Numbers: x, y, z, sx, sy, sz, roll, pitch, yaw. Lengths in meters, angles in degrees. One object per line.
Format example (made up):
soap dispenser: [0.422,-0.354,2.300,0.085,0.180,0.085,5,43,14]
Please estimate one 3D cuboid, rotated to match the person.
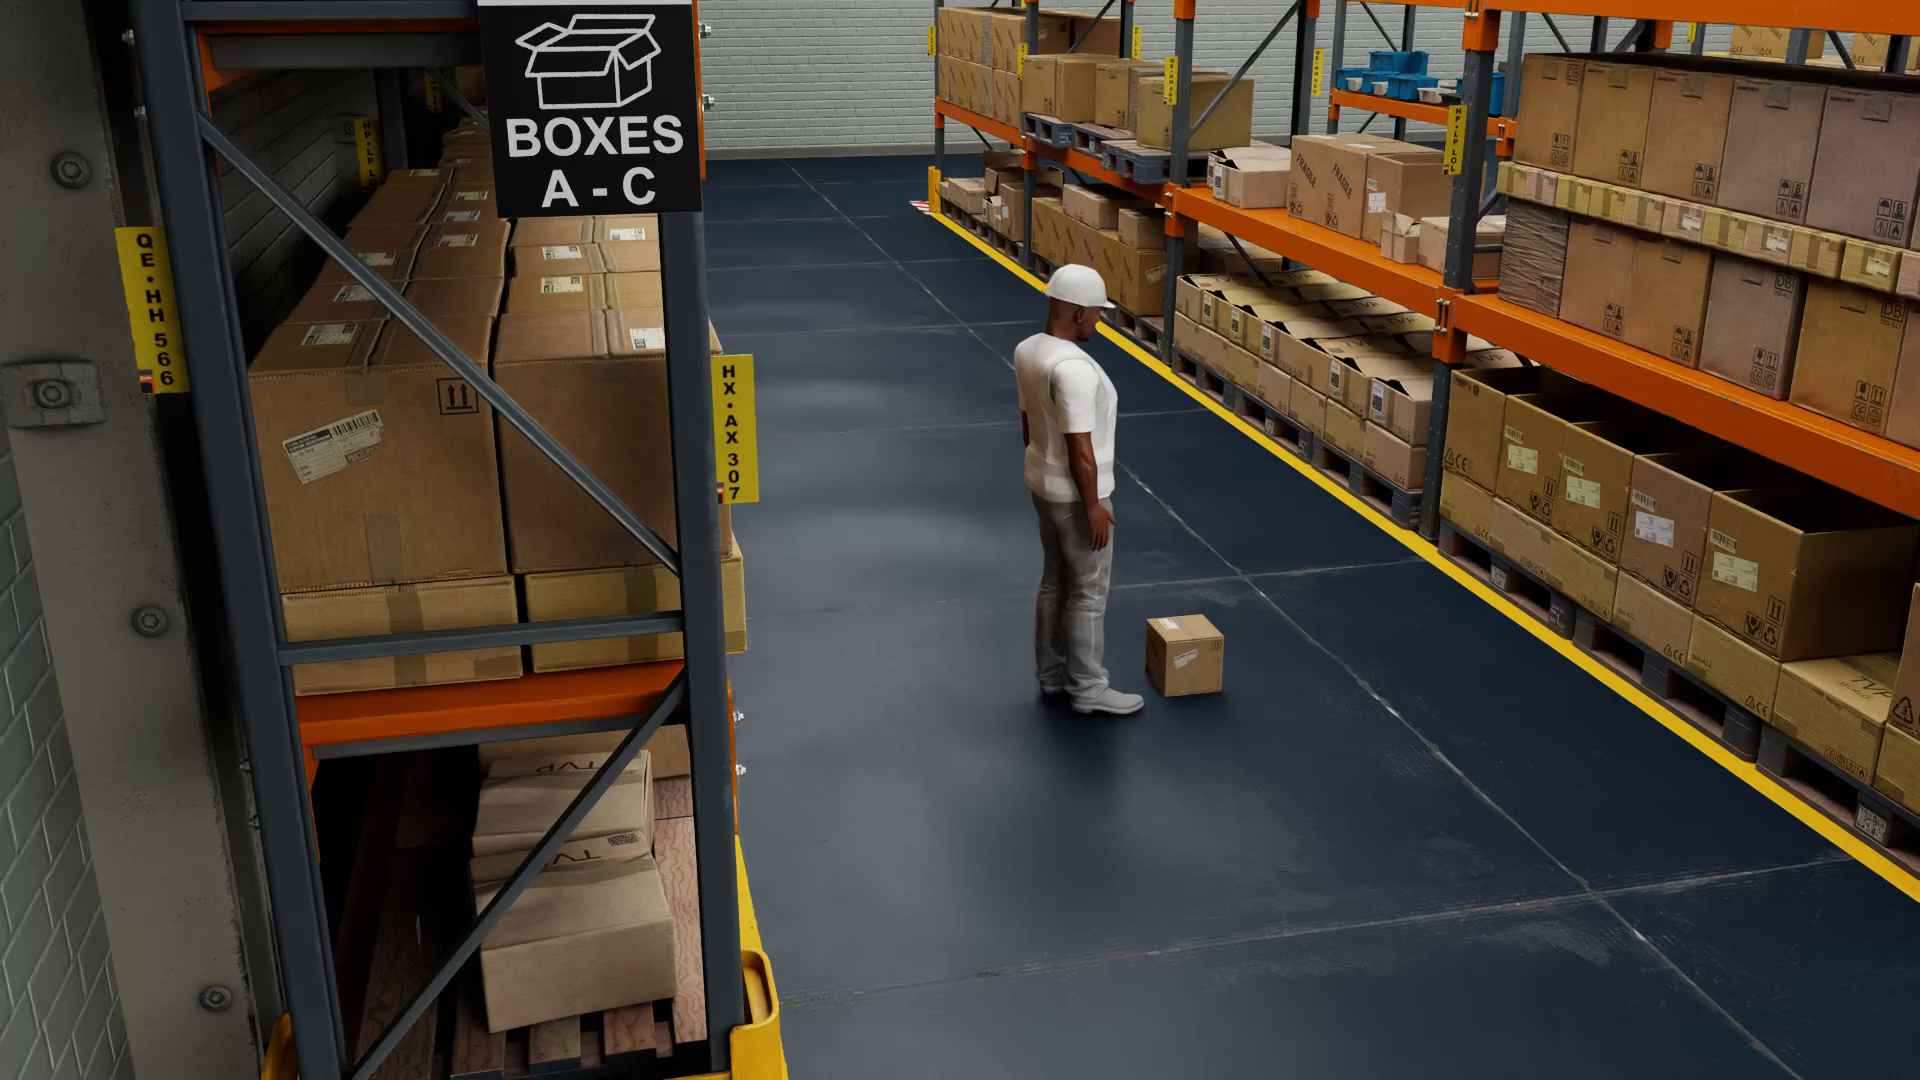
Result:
person: [0.474,-0.196,6.546,0.459,1.783,0.590,-6,20,-17]
